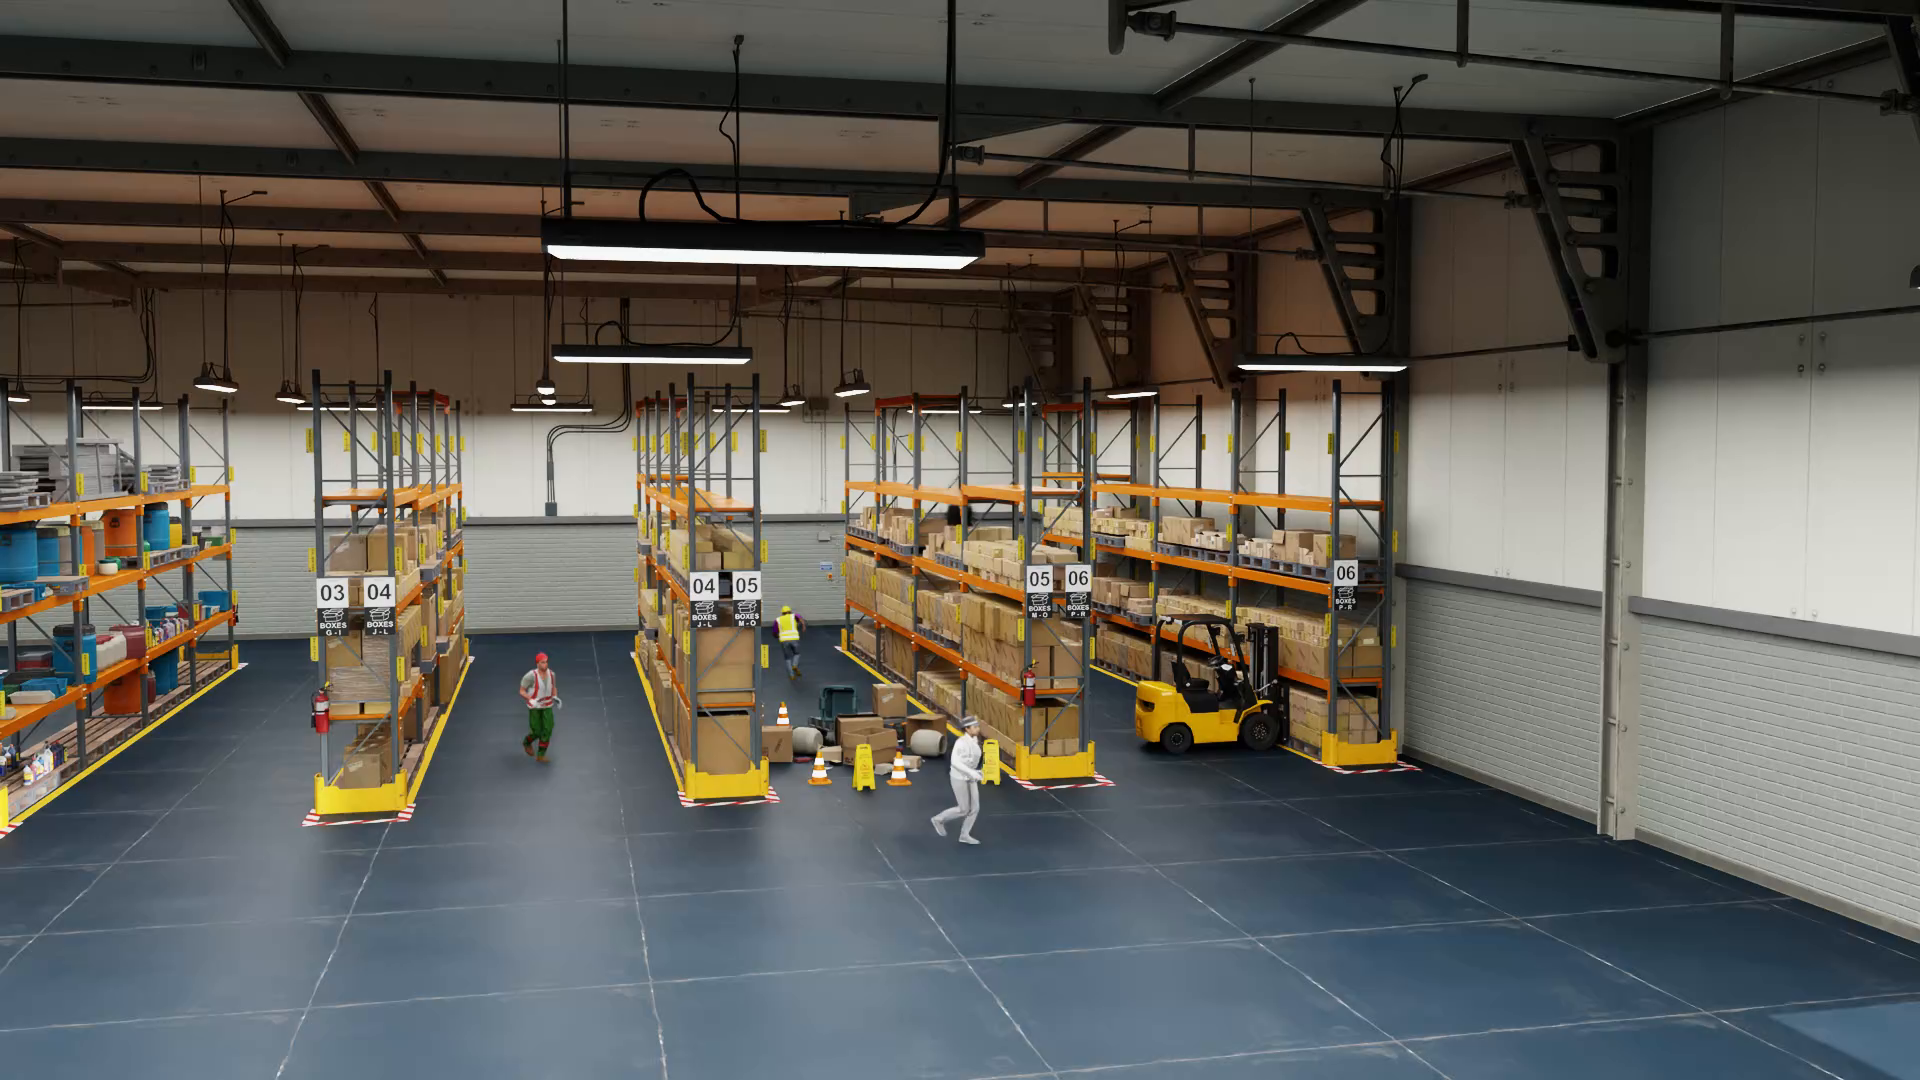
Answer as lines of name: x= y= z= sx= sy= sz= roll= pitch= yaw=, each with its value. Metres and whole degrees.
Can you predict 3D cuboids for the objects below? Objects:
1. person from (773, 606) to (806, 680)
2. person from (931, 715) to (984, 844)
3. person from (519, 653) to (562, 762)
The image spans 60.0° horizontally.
person: x=-3.628 y=2.185 z=35.423 sx=0.731 sy=1.510 sz=1.013 roll=0 pitch=3 yaw=-3
person: x=-0.002 y=2.990 z=20.874 sx=0.713 sy=1.641 sz=0.614 roll=2 pitch=4 yaw=28
person: x=-6.665 y=2.634 z=26.241 sx=0.654 sy=1.733 sz=0.715 roll=-3 pitch=4 yaw=-40
